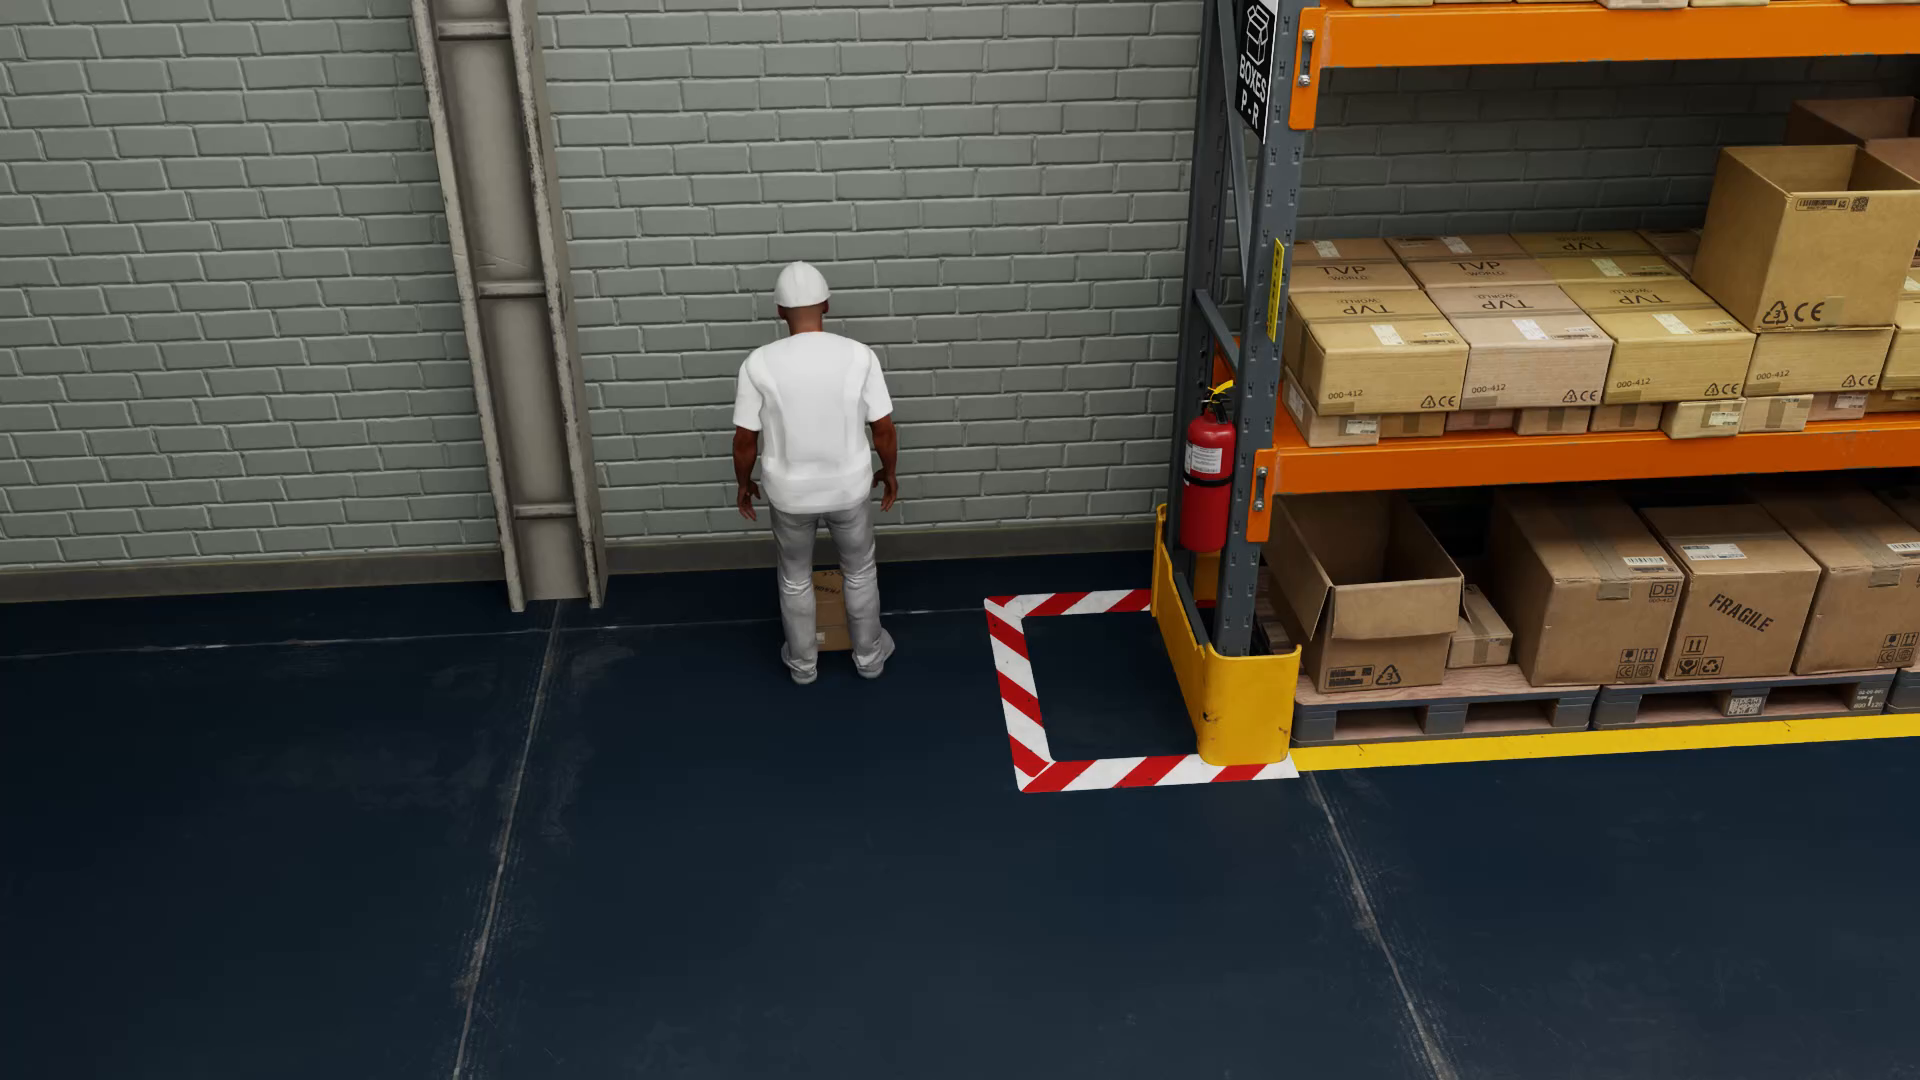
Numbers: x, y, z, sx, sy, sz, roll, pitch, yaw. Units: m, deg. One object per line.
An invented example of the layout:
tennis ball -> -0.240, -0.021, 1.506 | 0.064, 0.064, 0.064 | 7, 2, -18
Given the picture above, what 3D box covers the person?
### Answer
person -> -0.556, -0.230, 6.502 | 0.638, 1.757, 0.459 | -4, 31, -6
